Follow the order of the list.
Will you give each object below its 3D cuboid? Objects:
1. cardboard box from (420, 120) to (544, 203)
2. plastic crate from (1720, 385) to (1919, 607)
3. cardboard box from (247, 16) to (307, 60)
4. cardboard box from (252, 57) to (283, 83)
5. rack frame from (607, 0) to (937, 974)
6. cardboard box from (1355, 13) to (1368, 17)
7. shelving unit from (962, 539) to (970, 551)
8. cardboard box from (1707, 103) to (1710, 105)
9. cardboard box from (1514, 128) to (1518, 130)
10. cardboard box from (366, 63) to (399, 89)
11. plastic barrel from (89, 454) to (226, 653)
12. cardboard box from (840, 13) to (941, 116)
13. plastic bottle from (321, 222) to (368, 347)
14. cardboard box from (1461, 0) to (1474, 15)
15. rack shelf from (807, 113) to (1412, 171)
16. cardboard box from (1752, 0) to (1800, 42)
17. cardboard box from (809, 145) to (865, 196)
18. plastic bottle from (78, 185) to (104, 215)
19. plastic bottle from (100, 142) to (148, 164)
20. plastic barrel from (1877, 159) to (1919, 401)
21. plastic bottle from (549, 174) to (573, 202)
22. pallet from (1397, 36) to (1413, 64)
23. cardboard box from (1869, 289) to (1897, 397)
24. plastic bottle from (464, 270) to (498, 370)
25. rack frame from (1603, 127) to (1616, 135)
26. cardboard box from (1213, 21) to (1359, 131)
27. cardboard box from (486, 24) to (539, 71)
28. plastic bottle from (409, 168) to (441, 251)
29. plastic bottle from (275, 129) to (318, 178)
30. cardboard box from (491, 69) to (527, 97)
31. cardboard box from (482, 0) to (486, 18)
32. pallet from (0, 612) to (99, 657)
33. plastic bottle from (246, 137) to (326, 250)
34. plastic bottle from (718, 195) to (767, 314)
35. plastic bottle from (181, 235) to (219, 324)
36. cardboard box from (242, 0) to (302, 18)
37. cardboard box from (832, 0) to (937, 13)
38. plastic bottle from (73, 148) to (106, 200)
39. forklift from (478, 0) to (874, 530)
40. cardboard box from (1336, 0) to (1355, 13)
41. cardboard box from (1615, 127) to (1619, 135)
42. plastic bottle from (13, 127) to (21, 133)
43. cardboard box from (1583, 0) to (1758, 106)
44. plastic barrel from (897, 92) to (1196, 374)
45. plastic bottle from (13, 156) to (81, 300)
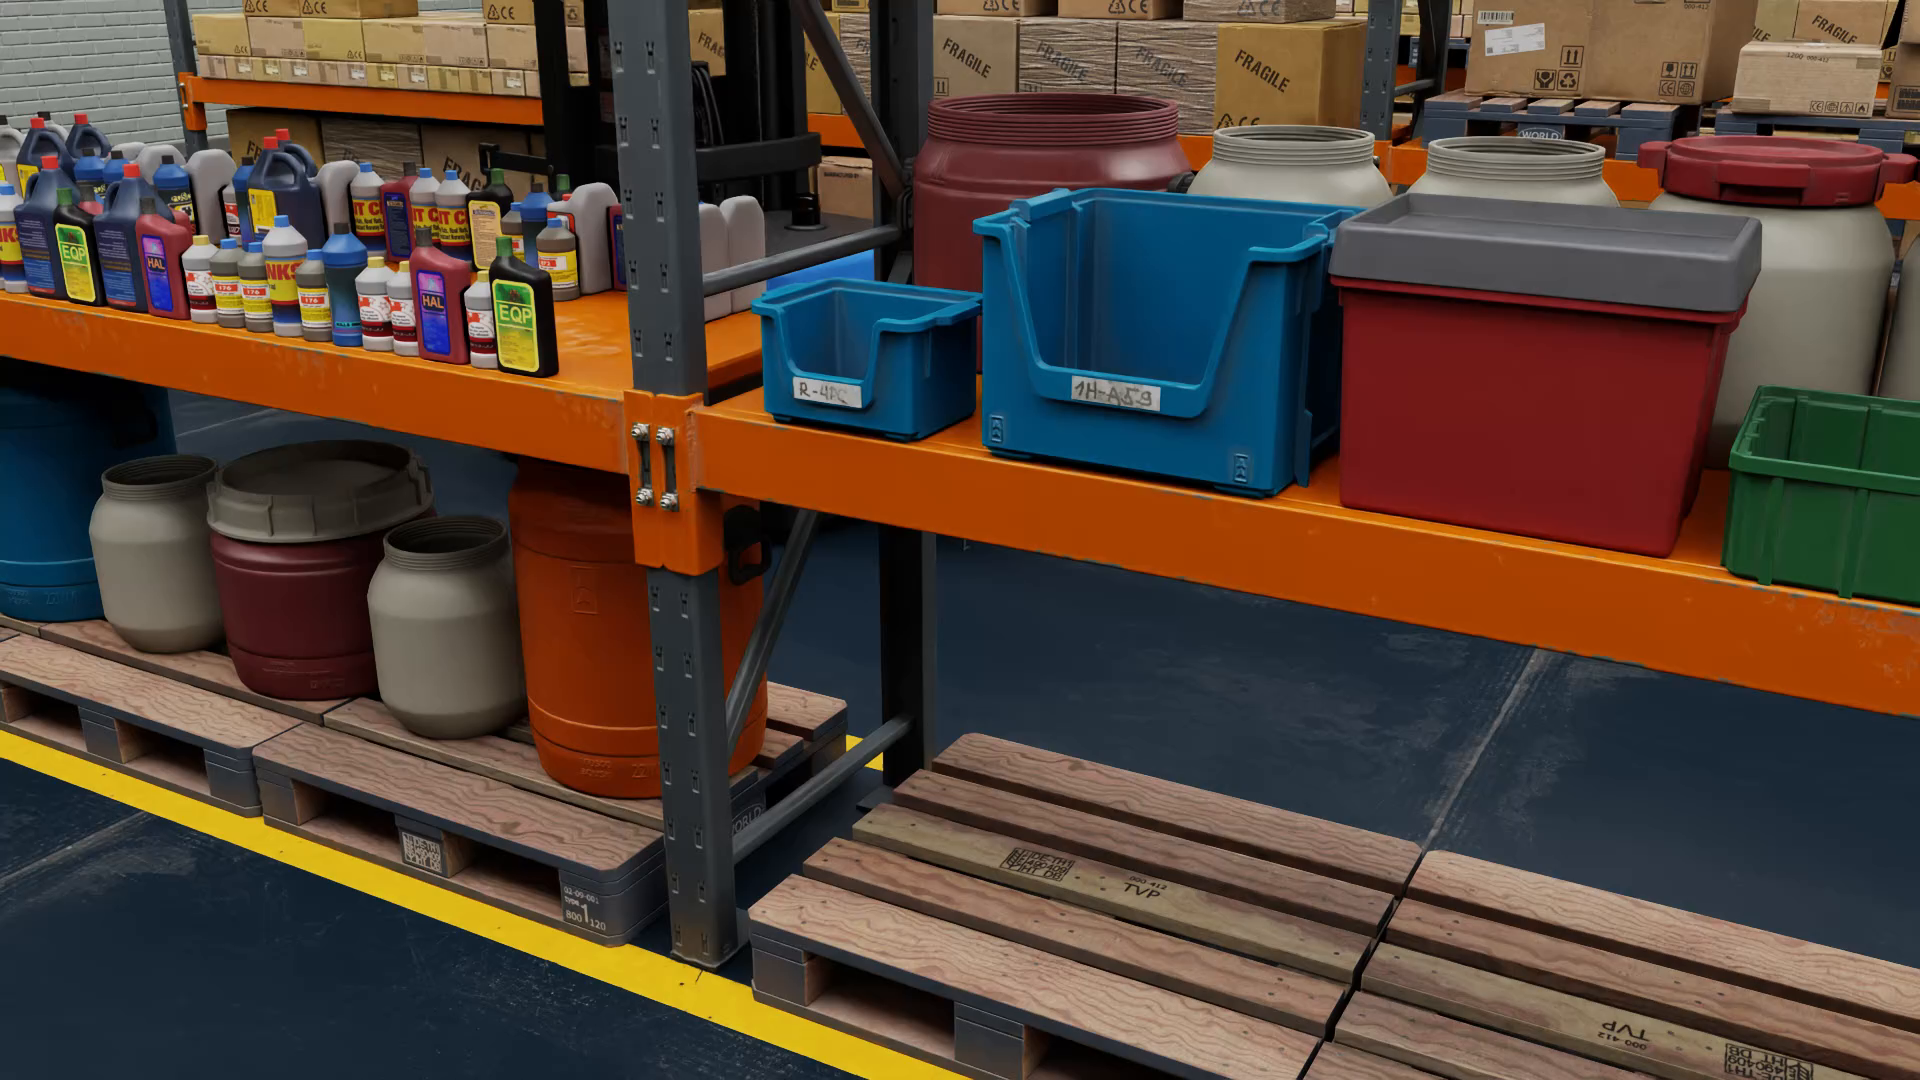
[{"bbox_3d":[-2.755,-2.225,10.601,0.875,0.875,0.875,11,23,27],"label":"cardboard box"},{"bbox_3d":[1.479,-0.044,2.399,0.662,0.188,0.450,11,23,27],"label":"plastic crate"},{"bbox_3d":[-4.179,-3.233,10.663,0.500,0.250,0.500,10,22,27],"label":"cardboard box"},{"bbox_3d":[-4.326,-3.048,10.739,0.250,0.149,0.380,10,22,26],"label":"cardboard box"},{"bbox_3d":[-0.355,-0.604,3.630,0.127,3.000,1.000,11,23,27],"label":"rack frame"},{"bbox_3d":[3.020,-3.734,12.012,0.250,0.149,0.380,10,22,25],"label":"cardboard box"},{"bbox_3d":[-0.047,-0.502,6.211,0.252,1.050,0.215,11,23,27],"label":"shelving unit"},{"bbox_3d":[9.080,-5.682,20.682,0.500,0.500,0.500,12,23,29],"label":"cardboard box"},{"bbox_3d":[3.843,-2.948,12.045,0.500,0.250,0.500,10,22,26],"label":"cardboard box"},{"bbox_3d":[-3.431,-2.878,10.268,0.250,0.149,0.380,10,22,26],"label":"cardboard box"},{"bbox_3d":[-2.313,0.037,4.897,0.421,0.512,0.421,0,20,0],"label":"plastic barrel"},{"bbox_3d":[-0.276,-2.473,8.636,0.500,0.500,0.500,10,22,26],"label":"cardboard box"},{"bbox_3d":[-1.380,-0.579,3.751,0.097,0.271,0.097,0,20,0],"label":"plastic bottle"},{"bbox_3d":[3.680,-3.748,11.614,0.250,0.149,0.380,12,23,29],"label":"cardboard box"},{"bbox_3d":[0.314,-2.073,8.735,4.000,0.370,1.077,11,23,27],"label":"rack shelf"},{"bbox_3d":[5.273,-3.346,11.044,0.500,0.500,0.500,11,22,27],"label":"cardboard box"},{"bbox_3d":[-0.863,-1.841,9.543,0.875,0.875,1.225,11,23,27],"label":"cardboard box"},{"bbox_3d":[-2.162,-0.750,4.205,0.133,0.283,0.061,11,23,27],"label":"plastic bottle"},{"bbox_3d":[-2.586,-1.097,5.171,0.135,0.276,0.152,11,23,27],"label":"plastic bottle"},{"bbox_3d":[1.768,-0.349,2.728,0.433,0.535,0.433,0,20,0],"label":"plastic barrel"},{"bbox_3d":[-1.074,-0.830,4.425,0.133,0.283,0.061,11,23,27],"label":"plastic bottle"},{"bbox_3d":[2.819,-3.765,12.626,1.213,0.211,1.003,11,23,27],"label":"pallet"},{"bbox_3d":[4.131,-0.731,7.002,0.500,0.500,0.700,9,22,23],"label":"cardboard box"},{"bbox_3d":[-1.008,-0.475,3.567,0.097,0.201,0.097,0,20,0],"label":"plastic bottle"},{"bbox_3d":[4.567,-3.538,11.719,0.127,3.000,1.000,11,23,27],"label":"rack frame"},{"bbox_3d":[1.509,-2.133,7.701,0.500,0.500,0.500,12,23,29],"label":"cardboard box"},{"bbox_3d":[-2.398,-2.893,9.726,0.500,0.250,0.500,12,23,29],"label":"cardboard box"},{"bbox_3d":[-1.470,-0.892,4.615,0.097,0.271,0.097,0,20,0],"label":"plastic bottle"},{"bbox_3d":[-1.924,-1.007,4.815,0.185,0.351,0.144,11,23,27],"label":"plastic bottle"},{"bbox_3d":[-2.531,-2.707,9.796,0.250,0.149,0.380,11,23,28],"label":"cardboard box"},{"bbox_3d":[-2.608,-3.490,10.272,0.500,0.500,0.500,10,22,26],"label":"cardboard box"},{"bbox_3d":[-3.194,0.183,5.552,1.213,0.211,1.003,11,23,27],"label":"pallet"},{"bbox_3d":[-1.880,-0.939,4.628,0.185,0.351,0.144,11,23,27],"label":"plastic bottle"},{"bbox_3d":[-0.575,-0.713,4.115,0.135,0.276,0.152,11,23,27],"label":"plastic bottle"},{"bbox_3d":[-1.805,-0.627,3.986,0.097,0.201,0.097,0,20,0],"label":"plastic bottle"},{"bbox_3d":[-4.200,-3.587,10.539,0.500,0.500,0.500,10,22,26],"label":"cardboard box"},{"bbox_3d":[-0.277,-3.041,8.731,0.637,0.503,0.797,11,23,28],"label":"cardboard box"},{"bbox_3d":[-2.631,-1.054,5.061,0.097,0.271,0.097,0,20,0],"label":"plastic bottle"},{"bbox_3d":[-1.431,-1.809,7.053,3.031,2.935,1.130,17,26,39],"label":"forklift"},{"bbox_3d":[2.787,-3.918,12.082,0.250,0.149,0.380,11,23,29],"label":"cardboard box"},{"bbox_3d":[6.331,-4.367,16.504,0.875,0.875,0.875,11,22,27],"label":"cardboard box"},{"bbox_3d":[-3.121,-1.220,5.500,0.133,0.283,0.061,11,23,27],"label":"plastic bottle"},{"bbox_3d":[3.087,-2.182,7.218,0.500,0.500,0.700,15,25,35],"label":"cardboard box"},{"bbox_3d":[0.198,-0.681,3.643,0.708,0.536,0.600,11,23,27],"label":"plastic barrel"},{"bbox_3d":[-2.311,-0.803,4.251,0.185,0.351,0.144,11,23,27],"label":"plastic bottle"}]
